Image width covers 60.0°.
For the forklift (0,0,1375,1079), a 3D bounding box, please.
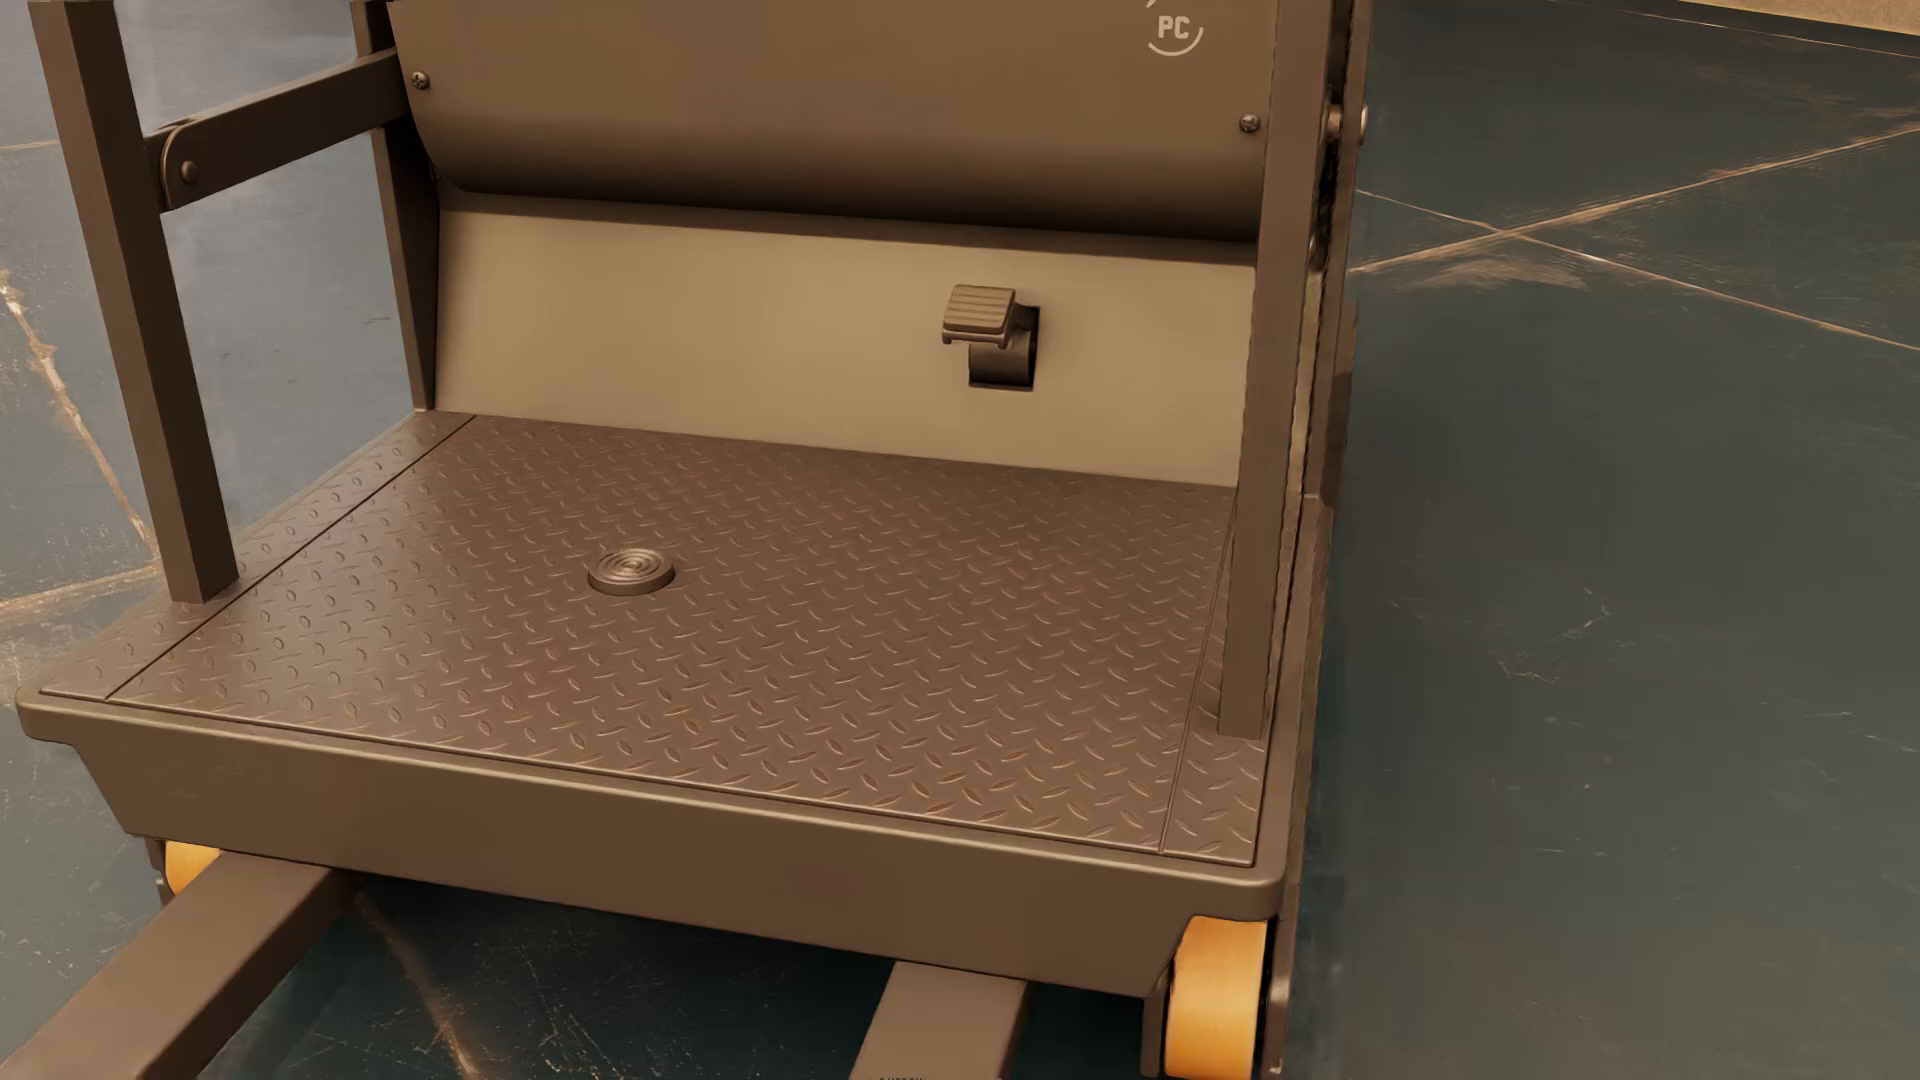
[{"bbox_3d":[-0.184,-1.003,1.231,1.130,2.935,3.031,6,27,12],"label":"forklift"}]
